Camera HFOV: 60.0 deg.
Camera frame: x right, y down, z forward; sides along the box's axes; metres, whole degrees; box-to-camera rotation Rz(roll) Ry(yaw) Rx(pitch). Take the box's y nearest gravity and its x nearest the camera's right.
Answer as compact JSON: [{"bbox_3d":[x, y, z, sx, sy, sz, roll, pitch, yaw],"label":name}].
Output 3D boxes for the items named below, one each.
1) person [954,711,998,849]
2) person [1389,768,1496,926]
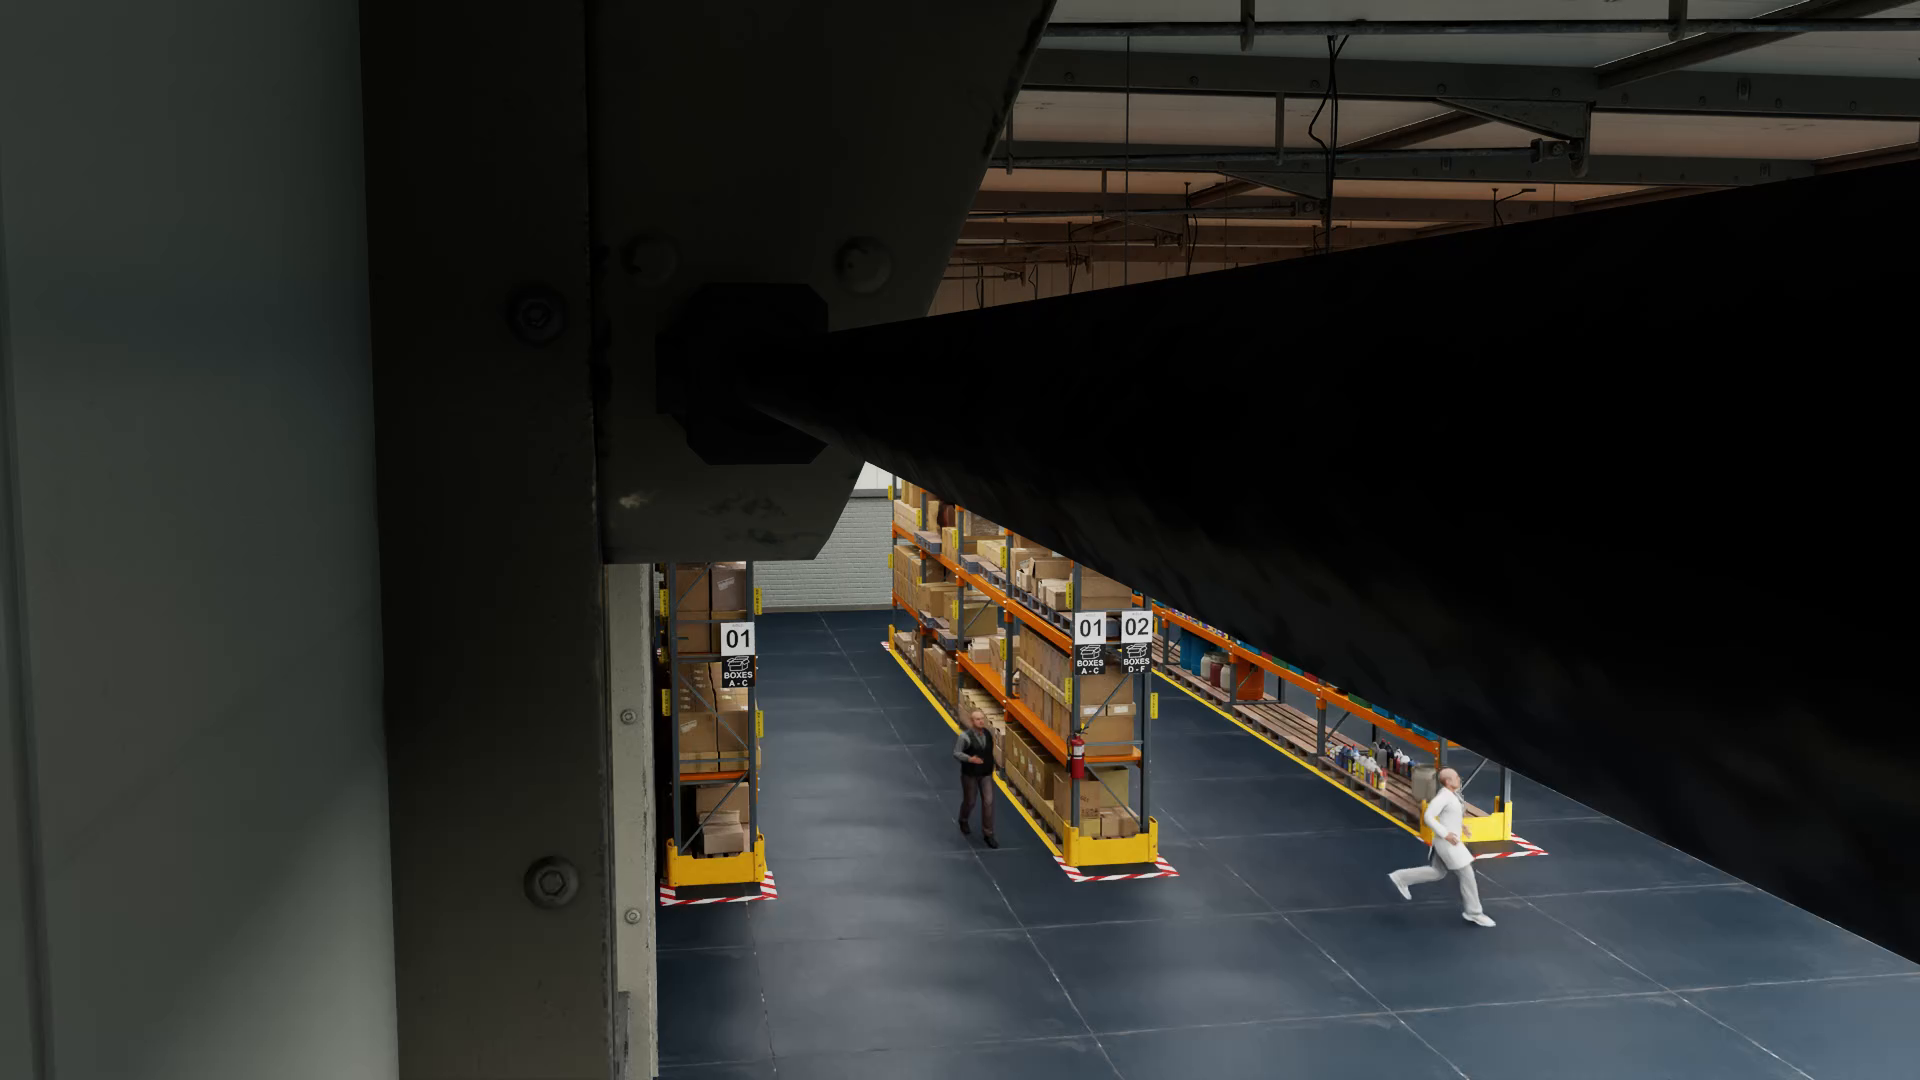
[{"bbox_3d":[0.208,3.103,21.848,0.647,1.733,0.914,-2,7,-21],"label":"person"},{"bbox_3d":[5.470,3.448,18.806,1.178,1.779,0.678,1,6,12],"label":"person"}]
